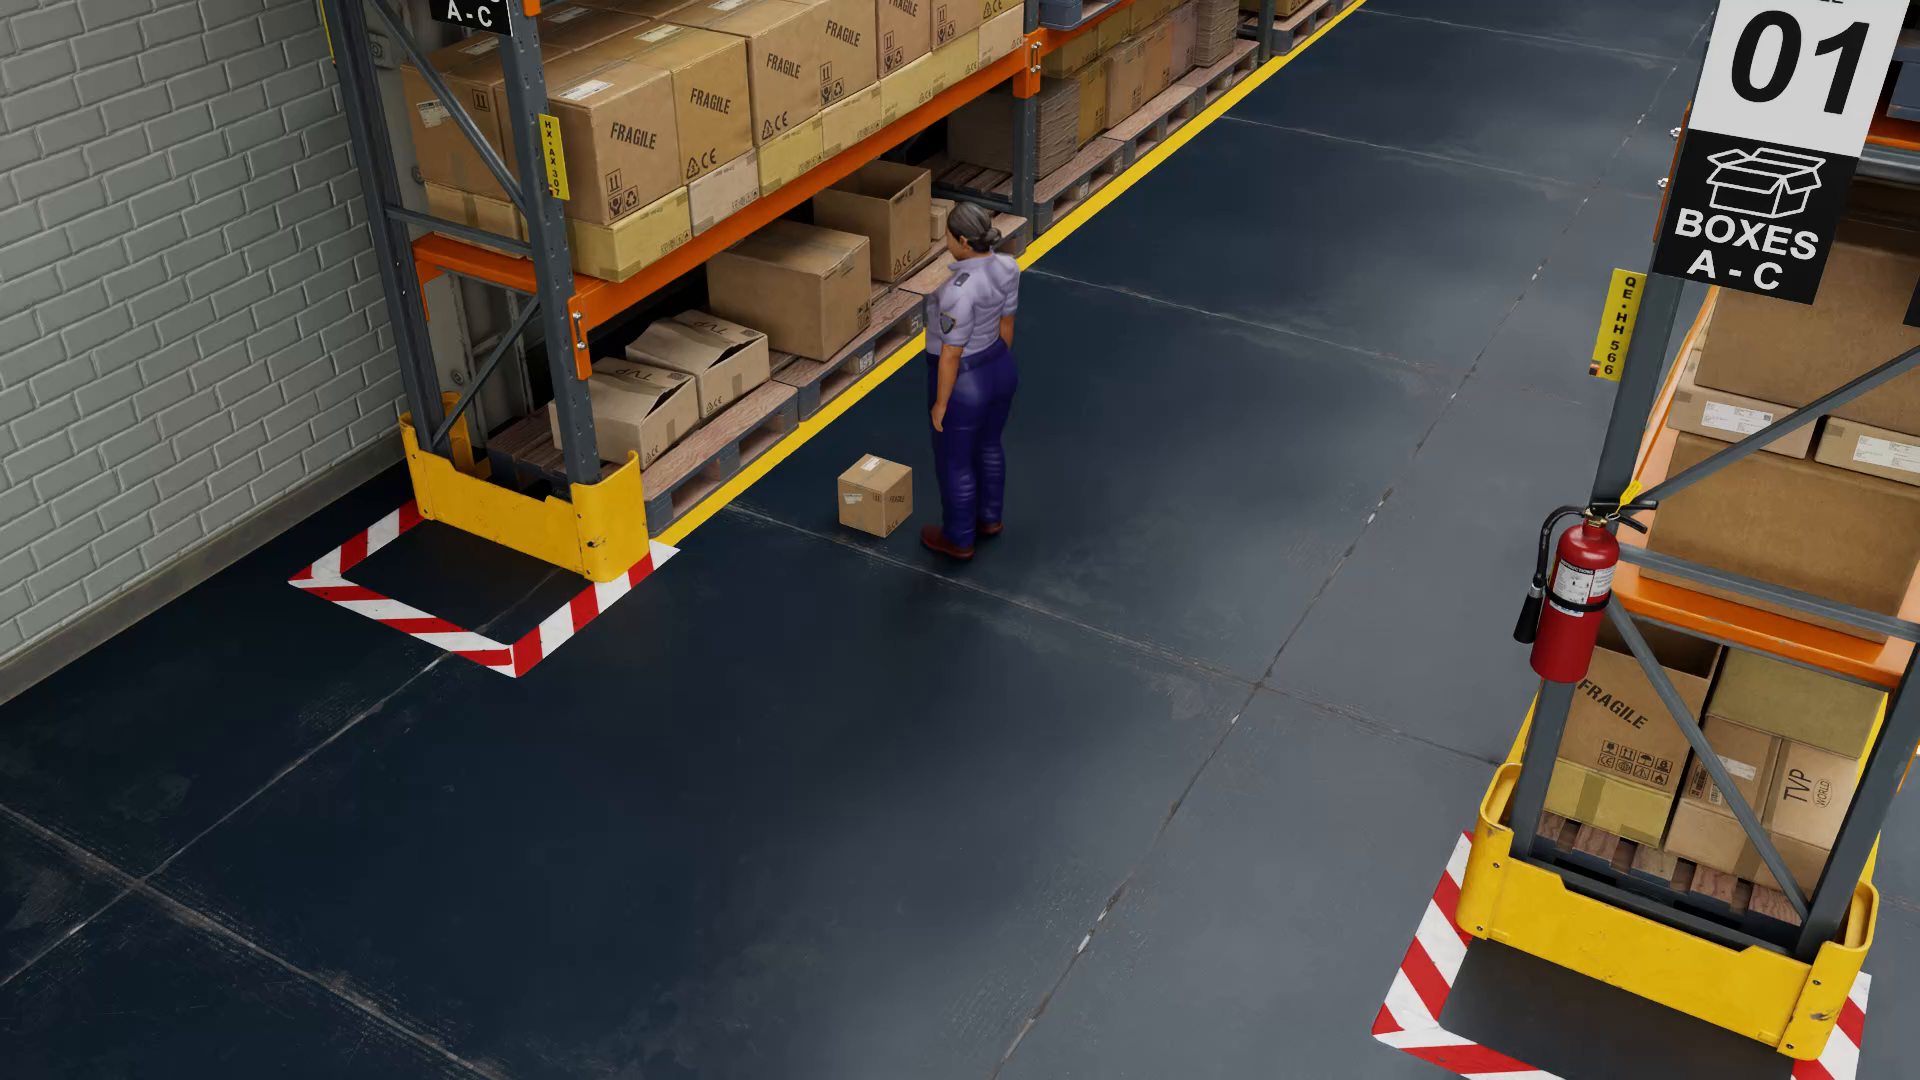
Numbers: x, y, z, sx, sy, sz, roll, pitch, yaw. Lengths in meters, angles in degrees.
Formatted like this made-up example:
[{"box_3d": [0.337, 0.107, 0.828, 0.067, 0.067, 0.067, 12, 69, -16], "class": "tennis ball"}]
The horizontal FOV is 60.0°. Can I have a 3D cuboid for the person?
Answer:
[{"box_3d": [0.016, -0.663, 7.112, 0.390, 1.671, 0.490, 23, 41, 30], "class": "person"}]
